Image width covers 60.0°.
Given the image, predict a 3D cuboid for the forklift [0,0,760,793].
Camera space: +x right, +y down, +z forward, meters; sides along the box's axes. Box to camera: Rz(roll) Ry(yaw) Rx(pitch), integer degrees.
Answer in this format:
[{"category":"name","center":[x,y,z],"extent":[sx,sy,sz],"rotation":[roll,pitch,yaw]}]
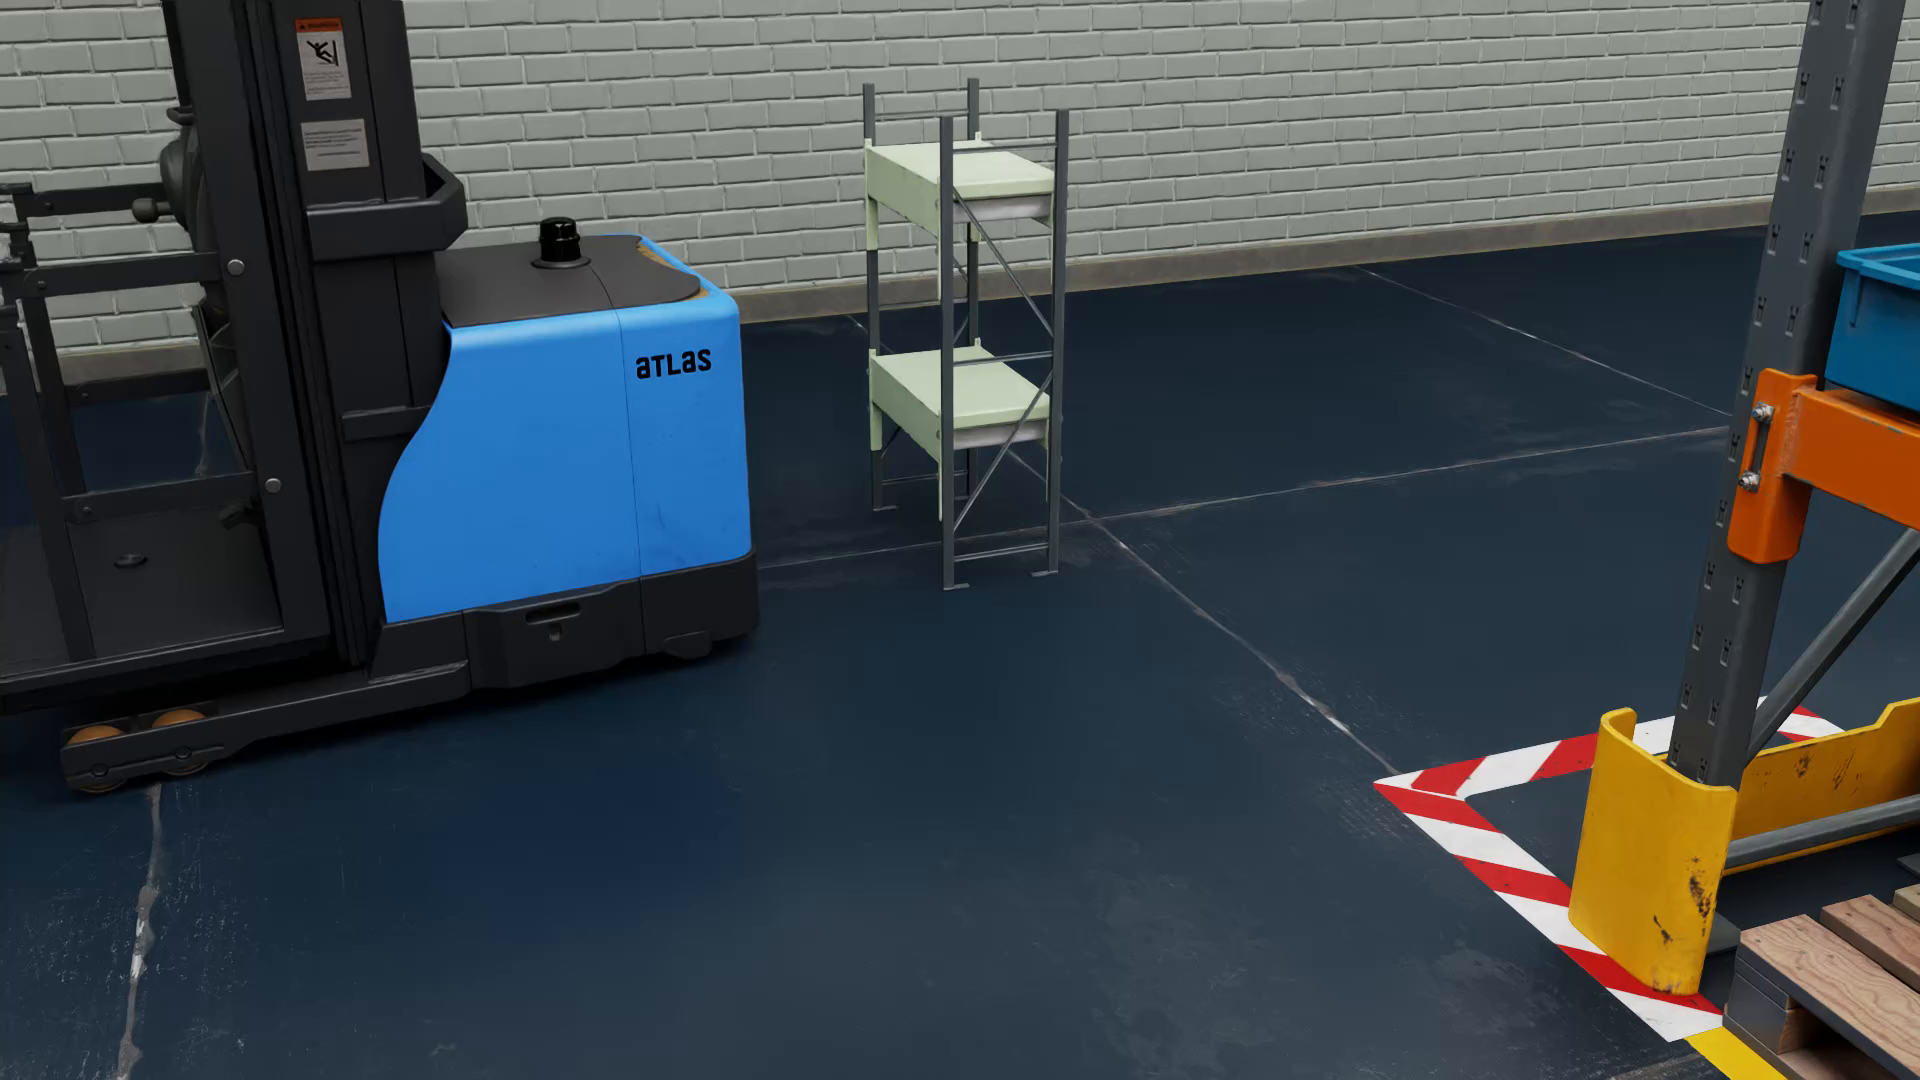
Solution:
[{"category":"forklift","center":[-2.154,-0.942,4.212],"extent":[3.031,2.935,1.130],"rotation":[-11,25,-24]}]

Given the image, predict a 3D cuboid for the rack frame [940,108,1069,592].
[{"category":"rack frame","center":[0.132,-0.556,5.137],"extent":[0.400,1.500,0.023],"rotation":[-8,24,-19]}]

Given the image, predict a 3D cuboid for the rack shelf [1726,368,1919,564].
[{"category":"rack shelf","center":[2.681,0.504,1.619],"extent":[1.077,0.370,4.000],"rotation":[-8,24,-19]}]

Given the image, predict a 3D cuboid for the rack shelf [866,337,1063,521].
[{"category":"rack shelf","center":[0.002,-0.388,5.580],"extent":[0.431,0.370,0.720],"rotation":[-8,24,-19]}]

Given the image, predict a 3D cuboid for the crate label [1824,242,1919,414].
[{"category":"crate label","center":[1.754,-0.370,2.905],"extent":[0.416,0.233,0.303],"rotation":[-8,24,-19]}]

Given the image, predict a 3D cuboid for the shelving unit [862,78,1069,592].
[{"category":"shelving unit","center":[0.002,-0.689,5.453],"extent":[0.431,1.500,0.755],"rotation":[-8,24,-19]}]

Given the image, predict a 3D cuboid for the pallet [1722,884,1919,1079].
[{"category":"pallet","center":[2.230,1.035,3.022],"extent":[1.003,0.211,1.213],"rotation":[-8,24,-19]}]

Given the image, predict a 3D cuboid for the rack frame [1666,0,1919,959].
[{"category":"rack frame","center":[1.974,-0.555,3.204],"extent":[1.000,3.000,0.127],"rotation":[-8,24,-19]}]

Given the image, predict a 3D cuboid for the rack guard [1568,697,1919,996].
[{"category":"rack guard","center":[1.954,0.590,3.706],"extent":[1.175,0.500,0.348],"rotation":[-8,24,-19]}]

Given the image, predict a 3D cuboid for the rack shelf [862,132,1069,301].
[{"category":"rack shelf","center":[0.002,-1.048,5.301],"extent":[0.431,0.370,0.720],"rotation":[-8,24,-19]}]

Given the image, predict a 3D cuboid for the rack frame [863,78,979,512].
[{"category":"rack frame","center":[-0.127,-0.822,5.768],"extent":[0.400,1.500,0.023],"rotation":[-8,24,-19]}]
